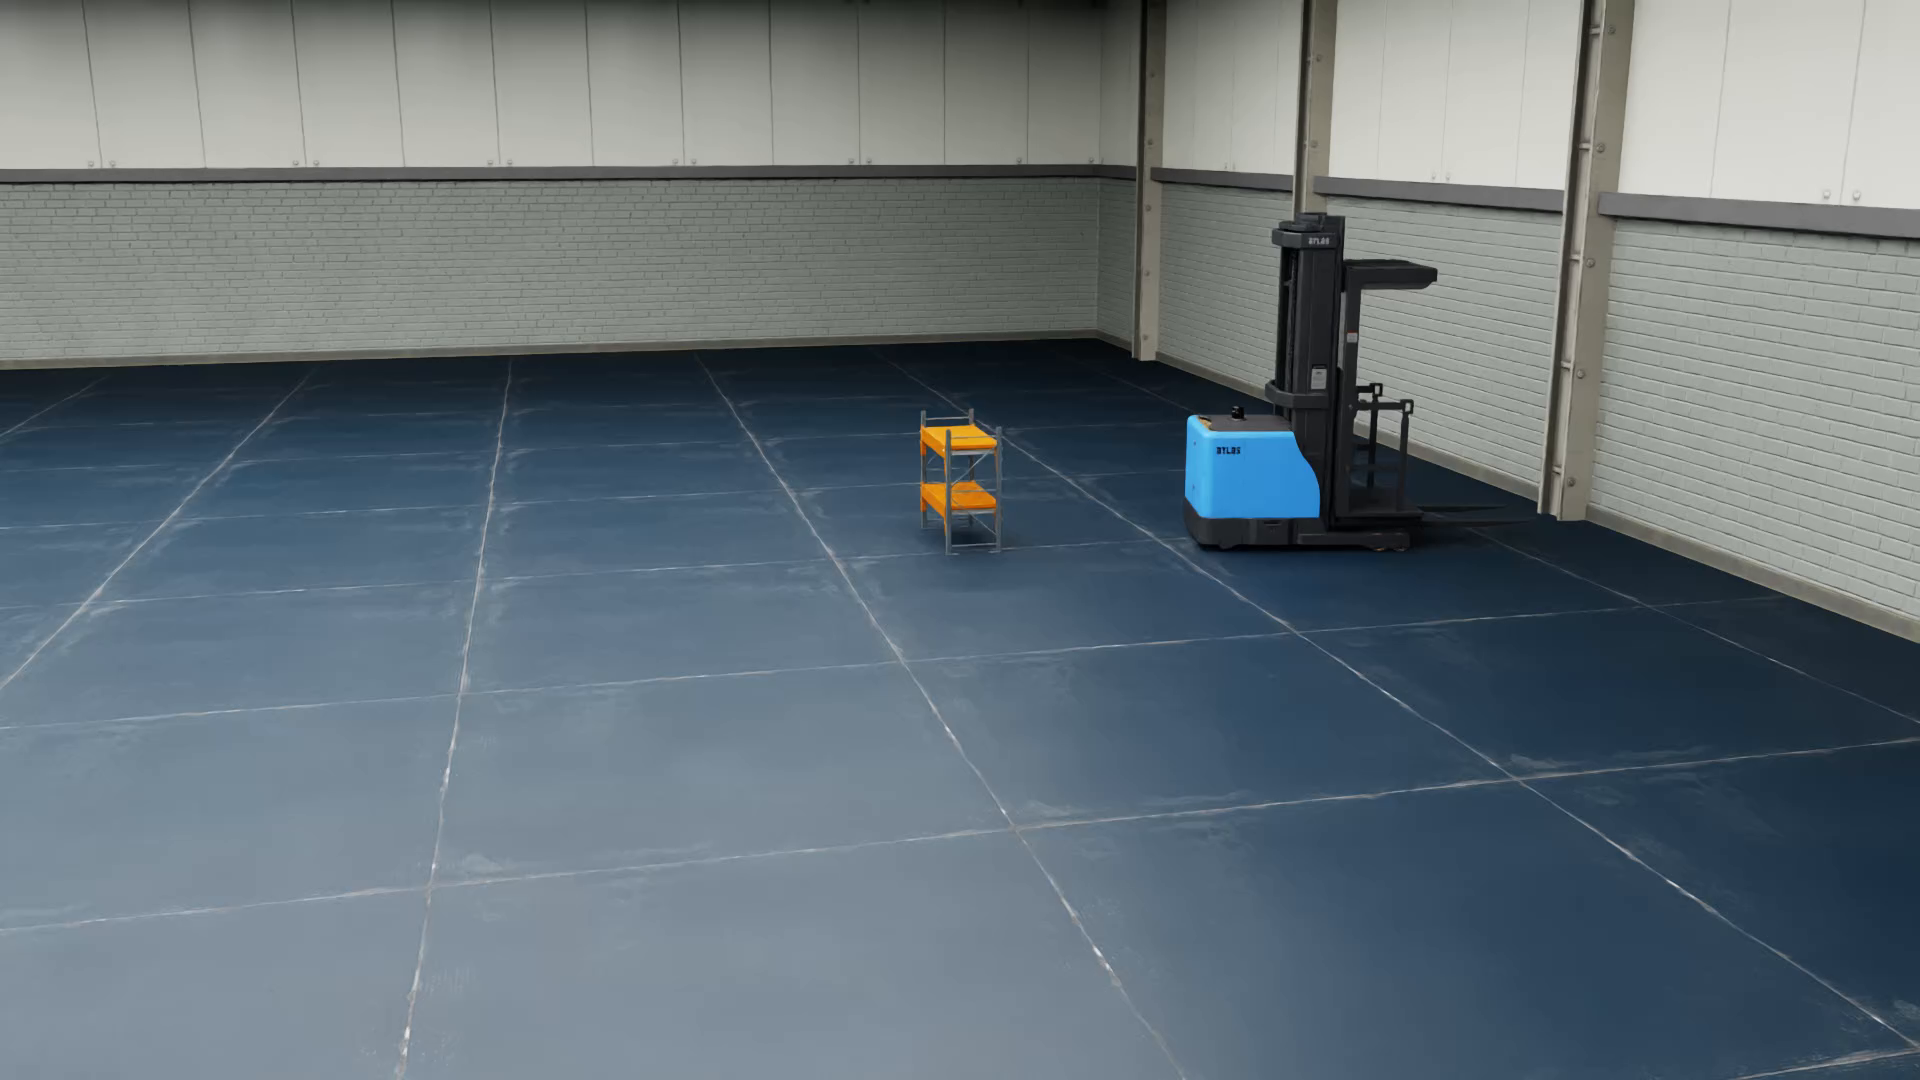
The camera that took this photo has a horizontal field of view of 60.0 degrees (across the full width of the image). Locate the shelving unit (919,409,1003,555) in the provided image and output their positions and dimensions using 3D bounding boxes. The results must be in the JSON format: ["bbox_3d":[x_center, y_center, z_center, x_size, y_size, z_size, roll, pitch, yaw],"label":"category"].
[{"bbox_3d":[0.002,-0.545,15.110,0.538,1.125,1.048,-3,14,-13],"label":"shelving unit"}]

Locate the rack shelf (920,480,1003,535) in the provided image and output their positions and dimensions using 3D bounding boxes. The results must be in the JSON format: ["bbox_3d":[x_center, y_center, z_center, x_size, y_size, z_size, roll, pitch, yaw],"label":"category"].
[{"bbox_3d":[0.002,-0.307,15.168,0.538,0.278,1.000,-3,14,-13],"label":"rack shelf"}]

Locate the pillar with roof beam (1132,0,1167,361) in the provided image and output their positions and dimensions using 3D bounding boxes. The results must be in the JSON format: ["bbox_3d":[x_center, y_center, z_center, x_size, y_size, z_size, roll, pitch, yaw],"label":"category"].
[{"bbox_3d":[-1.130,-7.134,25.491,9.100,9.000,0.400,-3,14,-13],"label":"pillar with roof beam"}]

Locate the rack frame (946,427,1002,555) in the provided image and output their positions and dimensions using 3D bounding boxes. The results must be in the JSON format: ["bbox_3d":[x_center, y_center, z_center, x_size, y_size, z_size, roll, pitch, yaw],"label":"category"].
[{"bbox_3d":[0.121,-0.428,14.630,0.500,1.125,0.032,-3,14,-13],"label":"rack frame"}]

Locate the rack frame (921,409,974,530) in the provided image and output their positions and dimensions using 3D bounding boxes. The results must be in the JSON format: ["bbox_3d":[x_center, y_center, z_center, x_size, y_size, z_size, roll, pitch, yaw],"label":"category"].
[{"bbox_3d":[-0.118,-0.662,15.590,0.500,1.125,0.032,-3,14,-13],"label":"rack frame"}]

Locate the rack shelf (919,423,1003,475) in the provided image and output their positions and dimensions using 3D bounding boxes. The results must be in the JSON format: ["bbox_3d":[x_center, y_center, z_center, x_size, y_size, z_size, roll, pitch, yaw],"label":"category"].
[{"bbox_3d":[0.002,-0.829,15.041,0.538,0.278,1.000,-3,14,-13],"label":"rack shelf"}]

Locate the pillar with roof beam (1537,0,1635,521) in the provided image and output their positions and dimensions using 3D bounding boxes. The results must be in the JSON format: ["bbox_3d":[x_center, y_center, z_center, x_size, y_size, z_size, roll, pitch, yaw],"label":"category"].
[{"bbox_3d":[1.688,-4.366,14.160,9.100,9.000,0.400,-3,14,-13],"label":"pillar with roof beam"}]

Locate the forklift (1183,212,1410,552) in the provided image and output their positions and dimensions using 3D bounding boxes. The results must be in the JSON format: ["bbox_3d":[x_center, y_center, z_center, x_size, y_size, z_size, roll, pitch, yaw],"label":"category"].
[{"bbox_3d":[3.629,-1.447,14.995,3.031,2.935,1.130,0,14,-1],"label":"forklift"}]
